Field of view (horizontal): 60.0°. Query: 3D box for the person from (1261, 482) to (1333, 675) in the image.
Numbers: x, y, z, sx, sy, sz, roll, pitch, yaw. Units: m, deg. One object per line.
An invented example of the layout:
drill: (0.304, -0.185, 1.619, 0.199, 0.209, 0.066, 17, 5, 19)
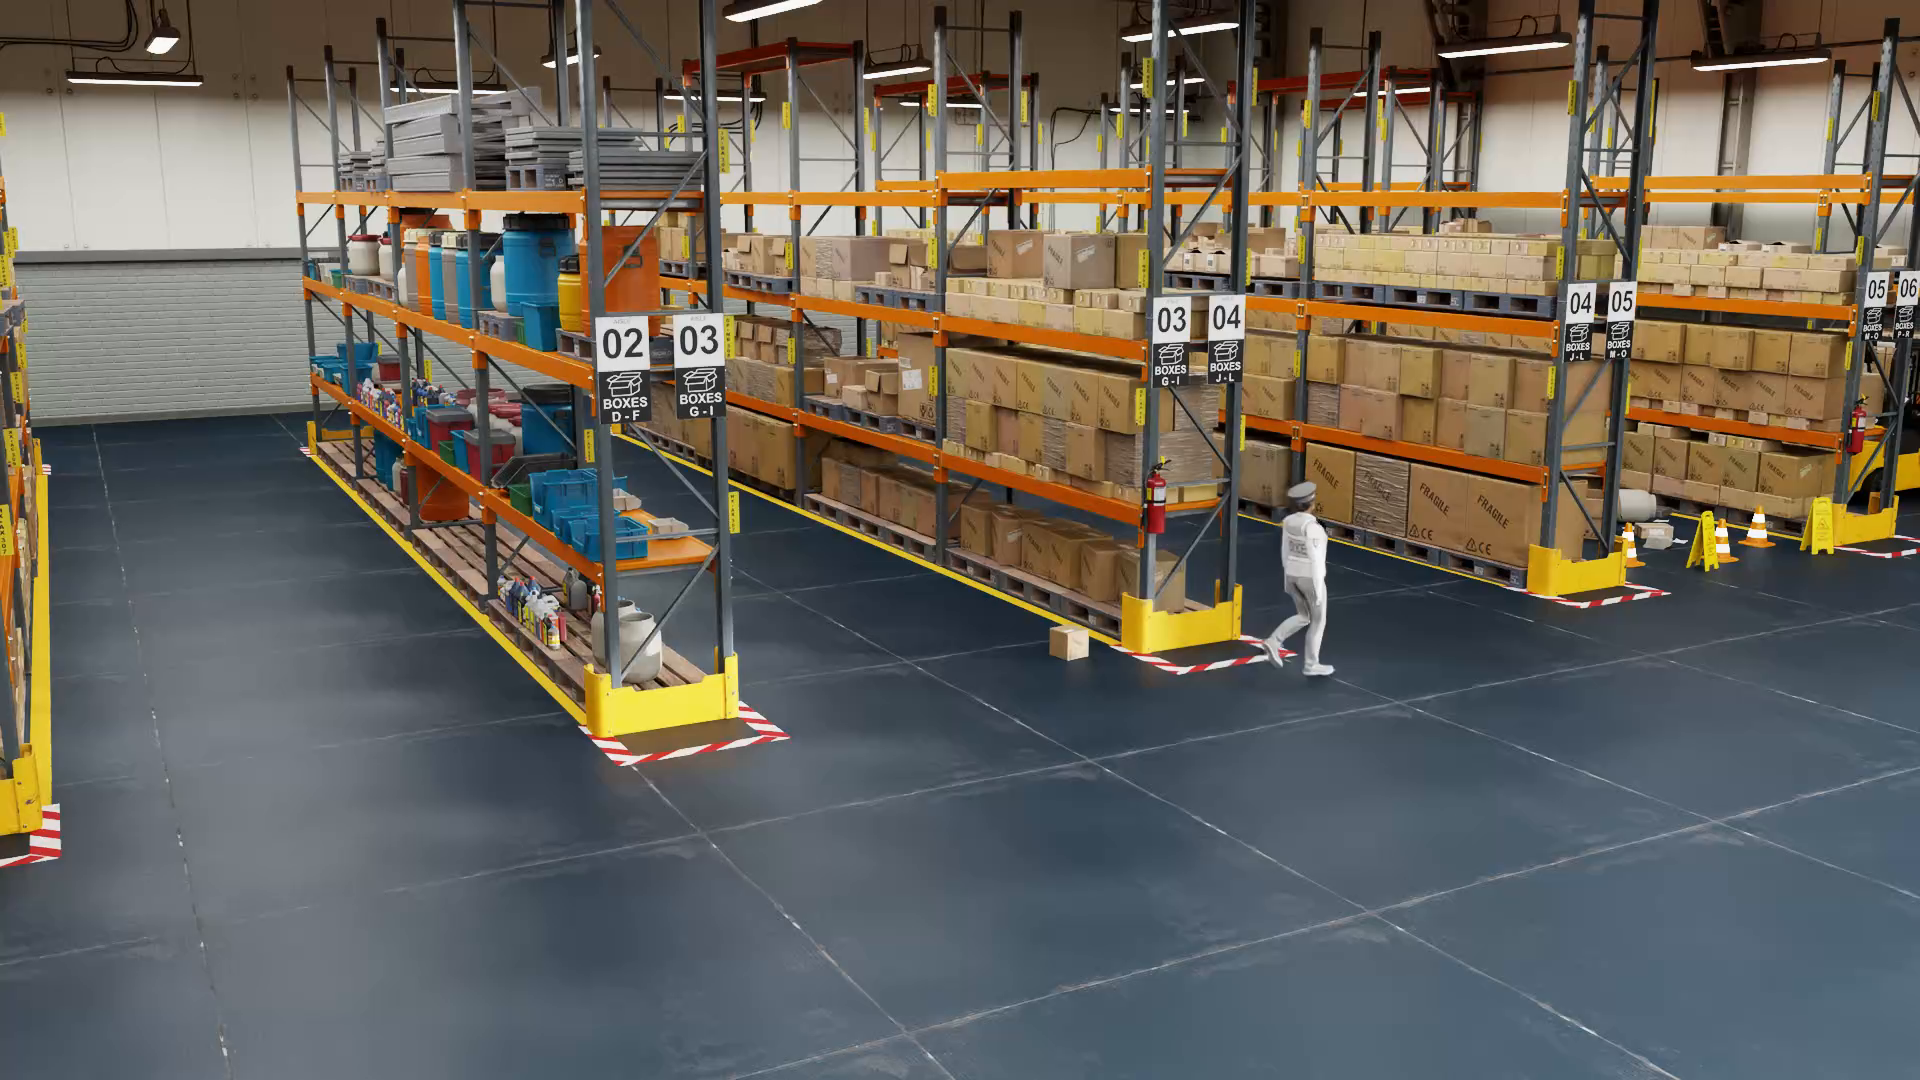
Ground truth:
person: (2.915, 0.338, 14.185, 0.609, 1.666, 0.484, -5, 13, -23)
